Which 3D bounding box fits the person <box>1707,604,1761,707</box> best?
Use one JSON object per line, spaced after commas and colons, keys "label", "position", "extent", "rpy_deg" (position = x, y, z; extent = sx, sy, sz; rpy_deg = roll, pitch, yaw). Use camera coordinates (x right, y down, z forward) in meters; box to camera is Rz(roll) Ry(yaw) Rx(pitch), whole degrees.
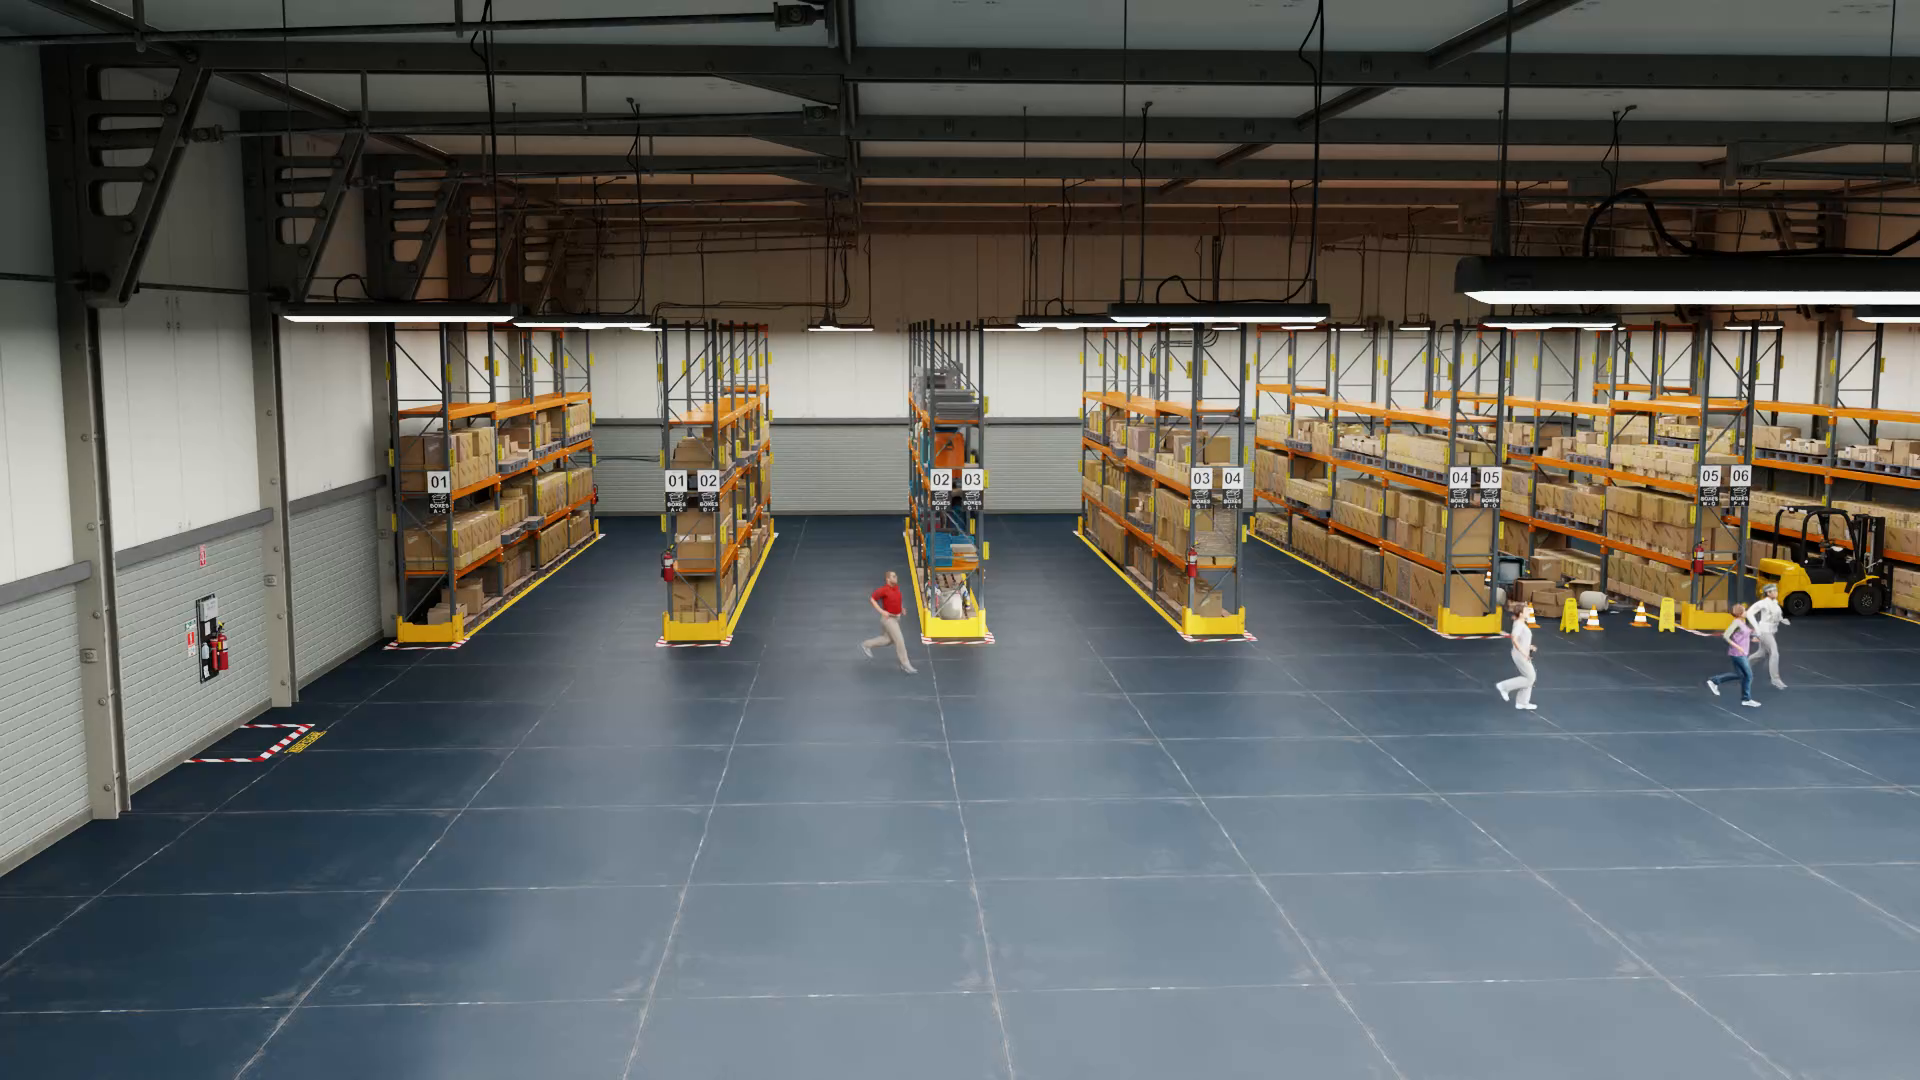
{"label": "person", "position": [12.010, 1.775, 25.742], "extent": [0.805, 1.555, 0.548], "rpy_deg": [5, 8, 33]}

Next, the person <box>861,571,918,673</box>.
{"label": "person", "position": [-1.211, 1.389, 28.456], "extent": [1.127, 1.735, 0.632], "rpy_deg": [3, 8, 20]}

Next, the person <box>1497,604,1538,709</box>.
{"label": "person", "position": [8.547, 1.779, 25.471], "extent": [0.597, 1.624, 0.580], "rpy_deg": [2, 7, 15]}

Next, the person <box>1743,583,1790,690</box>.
{"label": "person", "position": [13.145, 1.533, 27.148], "extent": [0.552, 1.715, 0.855], "rpy_deg": [-7, 10, -44]}
